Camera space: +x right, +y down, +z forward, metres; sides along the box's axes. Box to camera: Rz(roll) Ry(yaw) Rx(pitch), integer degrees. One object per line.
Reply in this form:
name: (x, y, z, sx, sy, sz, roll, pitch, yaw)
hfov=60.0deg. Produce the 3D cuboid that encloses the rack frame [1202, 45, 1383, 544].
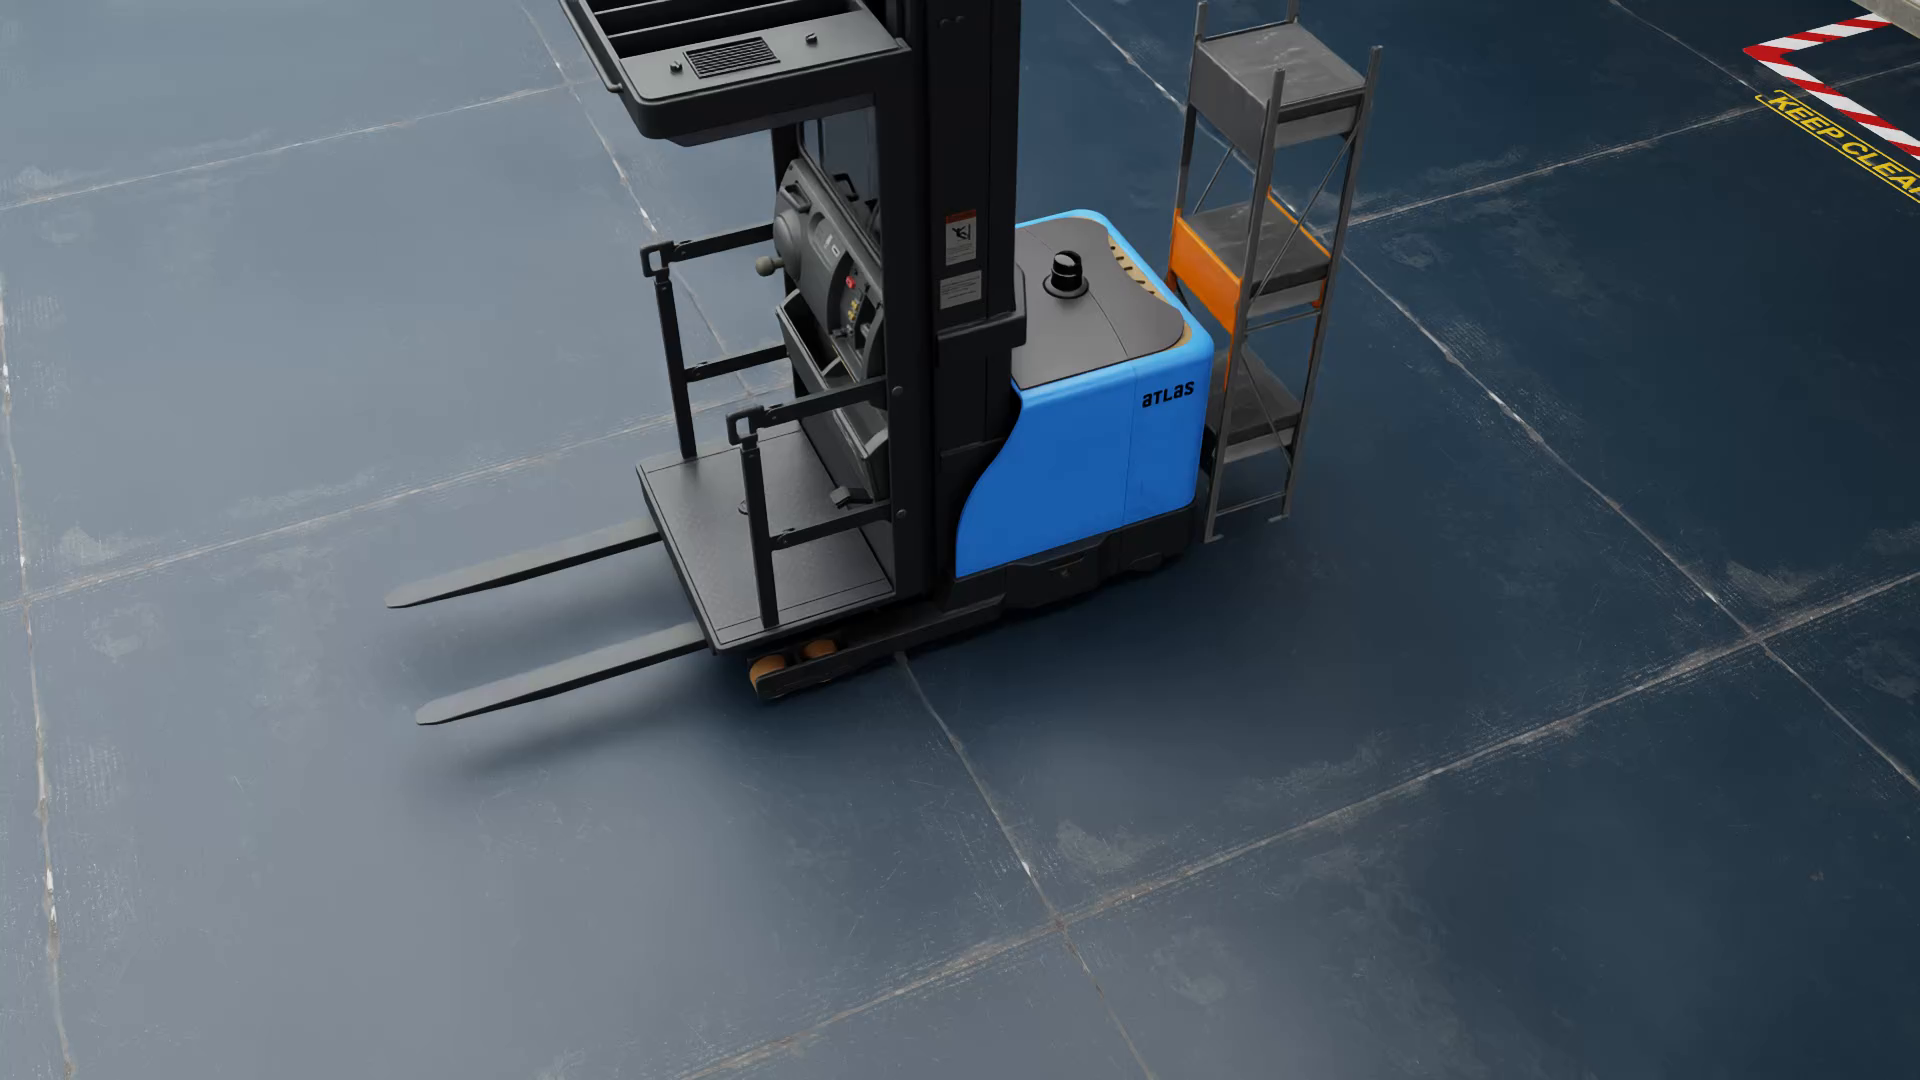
rack frame: (1.174, -0.793, 6.056, 0.400, 2.100, 0.015, -17, 47, -17)

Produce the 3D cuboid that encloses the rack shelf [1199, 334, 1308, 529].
rack shelf: (1.071, -0.440, 6.714, 0.431, 0.518, 0.480, -17, 47, -17)

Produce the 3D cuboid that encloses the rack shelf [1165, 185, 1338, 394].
rack shelf: (1.076, -0.940, 6.224, 0.431, 0.518, 0.480, -17, 47, -17)

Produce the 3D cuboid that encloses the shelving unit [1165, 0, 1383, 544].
shelving unit: (1.076, -0.949, 6.215, 0.431, 2.100, 0.503, -17, 47, -17)

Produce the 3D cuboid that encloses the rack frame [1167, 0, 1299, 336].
rack frame: (0.978, -1.106, 6.374, 0.400, 2.100, 0.015, -17, 47, -17)

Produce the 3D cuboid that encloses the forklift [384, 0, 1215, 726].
forklift: (-0.632, -0.882, 5.557, 3.031, 2.935, 1.130, -17, 47, -17)

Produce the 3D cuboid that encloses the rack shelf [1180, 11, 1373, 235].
rack shelf: (1.081, -1.439, 5.734, 0.431, 0.518, 0.480, -17, 47, -17)
